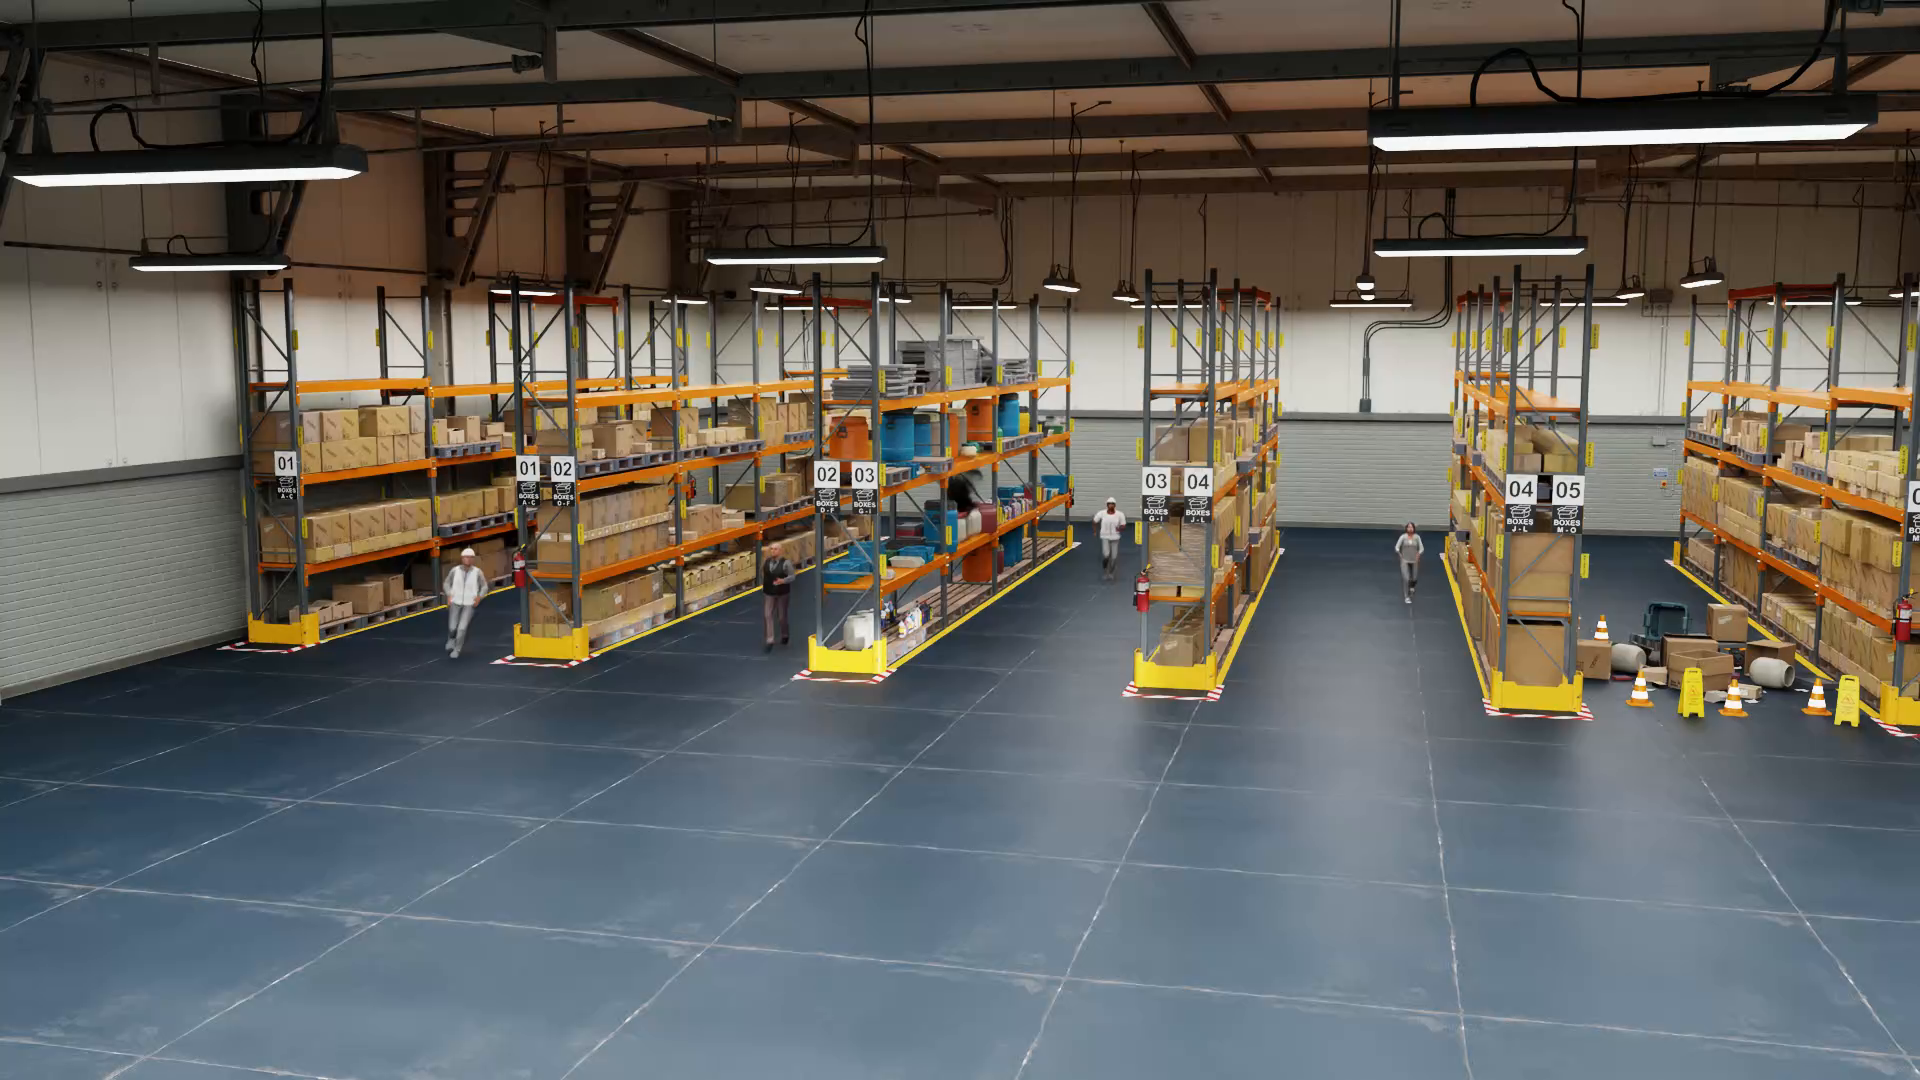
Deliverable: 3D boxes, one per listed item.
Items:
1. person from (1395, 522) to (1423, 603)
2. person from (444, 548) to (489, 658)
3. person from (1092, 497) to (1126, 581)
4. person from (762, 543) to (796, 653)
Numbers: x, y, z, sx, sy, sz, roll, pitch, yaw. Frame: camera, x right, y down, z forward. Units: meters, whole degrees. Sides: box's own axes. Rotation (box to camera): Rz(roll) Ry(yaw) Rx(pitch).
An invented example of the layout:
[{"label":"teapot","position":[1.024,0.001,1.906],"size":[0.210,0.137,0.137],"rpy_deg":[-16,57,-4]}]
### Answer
[{"label":"person","position":[8.588,0.423,31.817],"size":[0.534,1.547,0.566],"rpy_deg":[1,7,10]},{"label":"person","position":[-7.860,0.992,26.457],"size":[0.709,1.719,0.579],"rpy_deg":[-2,7,-13]},{"label":"person","position":[3.120,-0.017,34.586],"size":[0.676,1.739,0.673],"rpy_deg":[0,7,-2]},{"label":"person","position":[-2.954,0.856,26.979],"size":[0.647,1.627,0.795],"rpy_deg":[1,7,10]}]
